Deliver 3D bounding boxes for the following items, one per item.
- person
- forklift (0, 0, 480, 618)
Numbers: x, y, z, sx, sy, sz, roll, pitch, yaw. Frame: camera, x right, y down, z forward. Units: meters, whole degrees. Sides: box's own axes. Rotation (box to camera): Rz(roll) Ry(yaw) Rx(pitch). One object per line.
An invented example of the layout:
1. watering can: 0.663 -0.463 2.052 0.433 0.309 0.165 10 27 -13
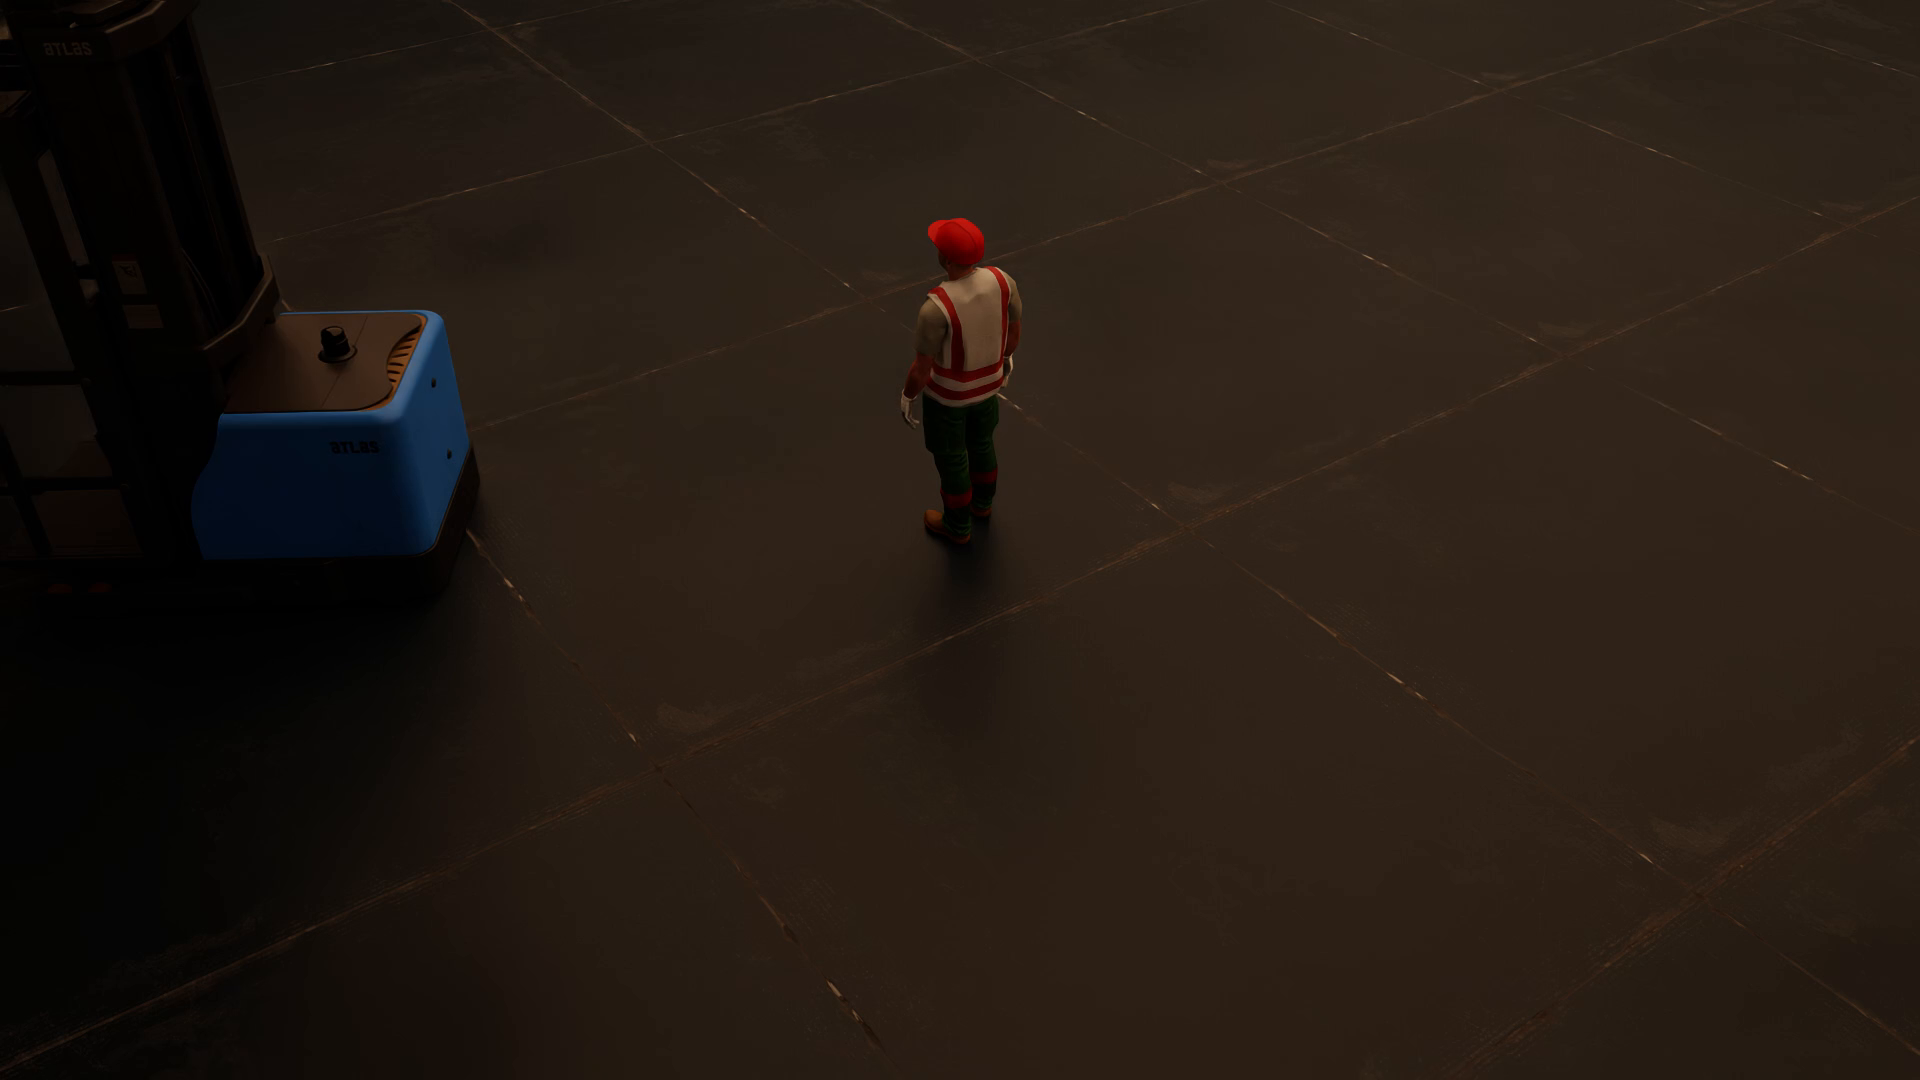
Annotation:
1. person: -0.037 -0.769 7.932 0.637 1.790 0.562 -23 42 -28
2. forklift: -4.004 -1.128 7.470 3.031 2.935 1.130 -1 37 -2
